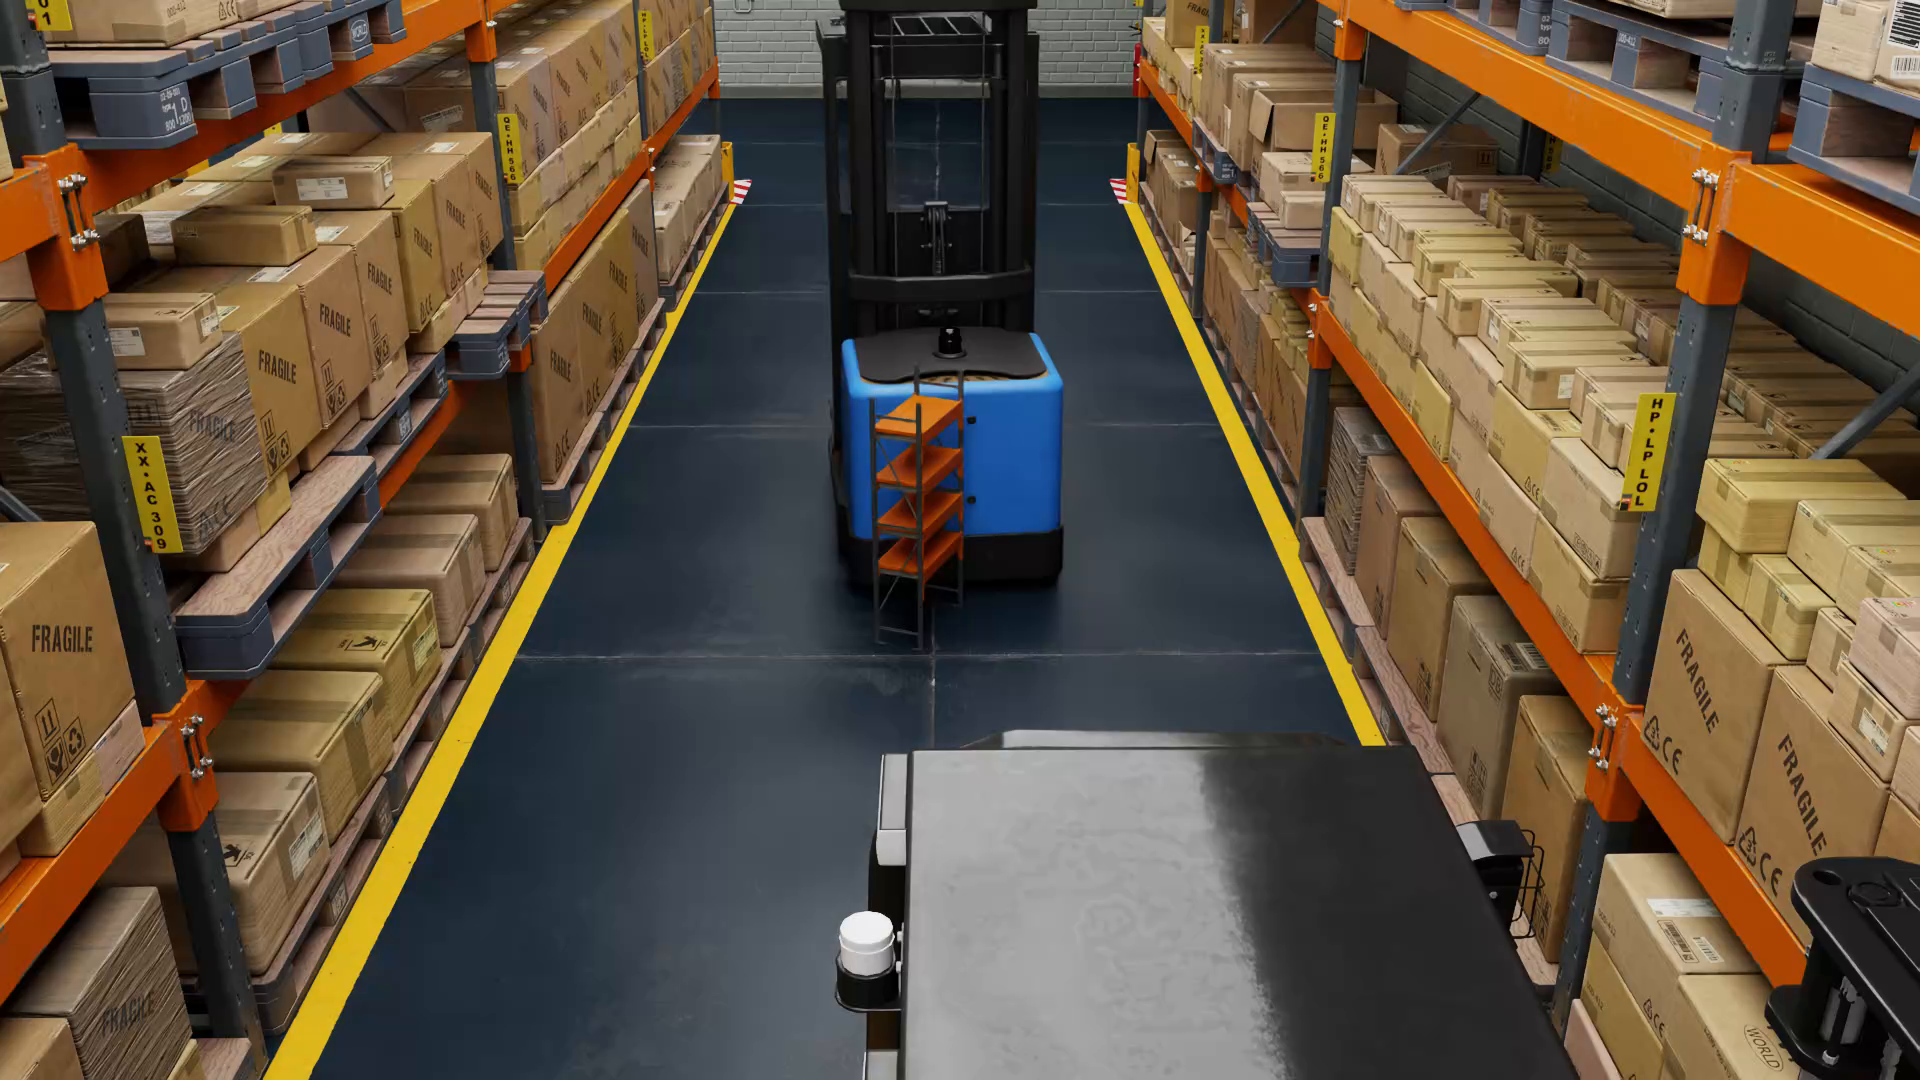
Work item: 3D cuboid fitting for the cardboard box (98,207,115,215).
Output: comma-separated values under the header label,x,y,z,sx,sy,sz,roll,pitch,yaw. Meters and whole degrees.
label,x,y,z,sx,sy,sz,roll,pitch,yaw
cardboard box,-7.421,-2.739,14.116,0.380,0.149,0.250,0,24,0

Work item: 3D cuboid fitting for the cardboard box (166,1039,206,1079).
label,x,y,z,sx,sy,sz,roll,pitch,yaw
cardboard box,-2.366,1.588,4.426,0.500,0.250,0.500,1,24,2

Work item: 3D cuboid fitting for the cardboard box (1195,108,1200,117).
label,x,y,z,sx,sy,sz,roll,pitch,yaw
cardboard box,1.955,-3.159,12.400,0.380,0.149,0.250,0,24,1

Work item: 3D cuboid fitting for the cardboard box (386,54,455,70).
label,x,y,z,sx,sy,sz,roll,pitch,yaw
cardboard box,-2.966,-2.289,8.835,0.500,0.500,0.500,0,24,0

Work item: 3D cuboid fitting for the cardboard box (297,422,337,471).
label,x,y,z,sx,sy,sz,roll,pitch,yaw
cardboard box,-2.365,-0.348,5.674,0.380,0.149,0.250,0,24,0

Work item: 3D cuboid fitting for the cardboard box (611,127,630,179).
label,x,y,z,sx,sy,sz,roll,pitch,yaw
cardboard box,-2.467,-2.551,10.931,0.500,0.250,0.500,-1,24,-1

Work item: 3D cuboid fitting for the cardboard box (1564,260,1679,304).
label,x,y,z,sx,sy,sz,roll,pitch,yaw
cardboard box,2.521,-0.963,6.332,0.380,0.149,0.250,0,24,1

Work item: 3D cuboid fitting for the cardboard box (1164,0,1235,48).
label,x,y,z,sx,sy,sz,roll,pitch,yaw
cardboard box,1.944,-4.287,13.500,0.500,0.500,0.500,0,24,1

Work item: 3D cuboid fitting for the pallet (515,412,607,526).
label,x,y,z,sx,sy,sz,roll,pitch,yaw
pallet,-2.618,-0.419,9.420,1.003,0.211,1.213,0,24,-1

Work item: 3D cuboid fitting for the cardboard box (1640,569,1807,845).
label,x,y,z,sx,sy,sz,roll,pitch,yaw
cardboard box,2.066,0.399,4.107,0.500,0.500,0.500,-1,24,-2

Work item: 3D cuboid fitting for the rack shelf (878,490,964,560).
label,x,y,z,sx,sy,sz,roll,pitch,yaw
rack shelf,-0.189,-0.086,7.648,0.258,0.148,0.480,9,26,20

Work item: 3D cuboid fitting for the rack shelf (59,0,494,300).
label,x,y,z,sx,sy,sz,roll,pitch,yaw
rack shelf,-2.663,-1.579,5.834,1.077,0.370,4.000,0,24,-1

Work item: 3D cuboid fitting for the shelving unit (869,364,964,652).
label,x,y,z,sx,sy,sz,roll,pitch,yaw
shelving unit,-0.189,-0.148,7.620,0.258,1.200,0.503,9,26,20

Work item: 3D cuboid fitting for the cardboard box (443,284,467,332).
label,x,y,z,sx,sy,sz,roll,pitch,yaw
cardboard box,-2.328,-0.990,7.093,0.380,0.149,0.250,-1,24,-3

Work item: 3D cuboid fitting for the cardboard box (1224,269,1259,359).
label,x,y,z,sx,sy,sz,roll,pitch,yaw
cardboard box,2.032,-1.463,10.869,0.500,0.500,0.500,-1,24,-2

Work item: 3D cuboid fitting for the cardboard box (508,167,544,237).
label,x,y,z,sx,sy,sz,roll,pitch,yaw
cardboard box,-2.443,-1.734,8.518,0.500,0.250,0.500,0,24,-1

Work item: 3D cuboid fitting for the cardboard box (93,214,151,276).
label,x,y,z,sx,sy,sz,roll,pitch,yaw
cardboard box,-2.919,-0.970,5.476,0.380,0.149,0.250,-1,24,-3

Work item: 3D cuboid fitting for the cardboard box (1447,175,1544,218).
label,x,y,z,sx,sy,sz,roll,pitch,yaw
cardboard box,2.485,-1.596,7.730,0.380,0.149,0.250,1,24,1

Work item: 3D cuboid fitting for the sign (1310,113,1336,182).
label,x,y,z,sx,sy,sz,roll,pitch,yaw
sign,1.736,-1.873,7.943,0.100,0.325,0.005,0,24,-1

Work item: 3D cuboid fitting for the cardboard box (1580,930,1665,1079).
label,x,y,z,sx,sy,sz,roll,pitch,yaw
cardboard box,2.019,1.295,4.468,0.500,0.250,0.500,0,24,-1

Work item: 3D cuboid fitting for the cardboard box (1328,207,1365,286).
label,x,y,z,sx,sy,sz,roll,pitch,yaw
cardboard box,2.014,-1.363,7.700,0.500,0.250,0.500,0,24,-1

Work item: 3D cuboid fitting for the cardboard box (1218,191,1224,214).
label,x,y,z,sx,sy,sz,roll,pitch,yaw
cardboard box,2.034,-2.371,11.728,0.380,0.149,0.250,-1,24,-1

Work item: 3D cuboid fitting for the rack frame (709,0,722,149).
label,x,y,z,sx,sy,sz,roll,pitch,yaw
rack frame,-2.772,-4.661,15.415,1.000,3.000,0.127,0,24,-1

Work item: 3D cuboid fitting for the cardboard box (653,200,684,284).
label,x,y,z,sx,sy,sz,roll,pitch,yaw
cardboard box,-2.628,-2.296,12.785,0.875,0.438,0.875,-1,24,-1

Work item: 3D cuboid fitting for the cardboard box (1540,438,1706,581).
label,x,y,z,sx,sy,sz,roll,pitch,yaw
cardboard box,2.061,-0.100,4.907,0.500,0.250,0.500,-1,24,-2

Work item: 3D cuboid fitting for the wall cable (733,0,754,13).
label,x,y,z,sx,sy,sz,roll,pitch,yaw
wall cable,-2.857,-7.461,20.336,0.585,1.953,0.123,0,24,-1

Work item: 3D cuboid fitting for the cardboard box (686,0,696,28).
label,x,y,z,sx,sy,sz,roll,pitch,yaw
cardboard box,-2.491,-4.545,13.825,0.500,0.500,0.500,0,24,-1

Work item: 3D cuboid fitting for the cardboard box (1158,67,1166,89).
label,x,y,z,sx,sy,sz,roll,pitch,yaw
cardboard box,1.885,-3.902,14.043,0.380,0.149,0.250,-1,24,-2

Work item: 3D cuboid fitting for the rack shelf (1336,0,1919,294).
label,x,y,z,sx,sy,sz,roll,pitch,yaw
rack shelf,2.301,-1.603,5.887,1.077,0.370,4.000,0,24,-1

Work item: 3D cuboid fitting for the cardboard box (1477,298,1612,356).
label,x,y,z,sx,sy,sz,roll,pitch,yaw
cardboard box,2.053,-0.747,5.853,0.380,0.149,0.250,0,24,0

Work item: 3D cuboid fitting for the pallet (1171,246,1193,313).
label,x,y,z,sx,sy,sz,roll,pitch,yaw
pallet,2.229,-2.049,13.024,1.003,0.211,1.213,0,24,-1

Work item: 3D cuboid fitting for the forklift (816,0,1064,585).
label,x,y,z,sx,sy,sz,roll,pitch,yaw
forklift,-0.177,-1.688,8.926,1.130,2.935,3.031,-3,24,-6

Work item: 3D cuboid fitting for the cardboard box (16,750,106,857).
label,x,y,z,sx,sy,sz,roll,pitch,yaw
cardboard box,-2.323,0.632,4.017,0.380,0.149,0.250,0,24,1

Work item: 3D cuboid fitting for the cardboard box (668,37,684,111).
label,x,y,z,sx,sy,sz,roll,pitch,yaw
cardboard box,-2.472,-3.665,13.092,0.500,0.500,0.500,0,24,0

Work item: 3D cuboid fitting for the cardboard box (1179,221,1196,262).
label,x,y,z,sx,sy,sz,roll,pitch,yaw
cardboard box,1.931,-2.357,13.130,0.396,0.266,0.258,1,24,1

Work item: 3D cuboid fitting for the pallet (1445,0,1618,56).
label,x,y,z,sx,sy,sz,roll,pitch,yaw
pallet,2.391,-1.929,5.964,1.003,0.211,1.213,1,24,2

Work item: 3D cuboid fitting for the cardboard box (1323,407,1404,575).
label,x,y,z,sx,sy,sz,roll,pitch,yaw
cardboard box,2.272,-0.240,8.013,0.875,0.625,0.625,1,24,1

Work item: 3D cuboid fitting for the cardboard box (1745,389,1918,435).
label,x,y,z,sx,sy,sz,roll,pitch,yaw
cardboard box,2.583,-0.337,4.948,0.380,0.149,0.250,-1,24,-2

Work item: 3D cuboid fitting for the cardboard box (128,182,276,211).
label,x,y,z,sx,sy,sz,roll,pitch,yaw
cardboard box,-2.886,-1.117,6.587,0.500,0.500,0.500,0,24,0

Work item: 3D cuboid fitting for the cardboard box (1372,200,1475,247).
label,x,y,z,sx,sy,sz,roll,pitch,yaw
cardboard box,2.020,-1.381,7.254,0.380,0.149,0.250,0,24,1

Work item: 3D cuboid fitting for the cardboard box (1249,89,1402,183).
label,x,y,z,sx,sy,sz,roll,pitch,yaw
cardboard box,2.076,-2.298,9.557,0.797,0.503,0.637,-1,24,-2

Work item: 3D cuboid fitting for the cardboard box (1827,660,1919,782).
label,x,y,z,sx,sy,sz,roll,pitch,yaw
cardboard box,2.026,0.368,3.389,0.380,0.149,0.250,0,24,1

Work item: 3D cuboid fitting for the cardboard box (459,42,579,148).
label,x,y,z,sx,sy,sz,roll,pitch,yaw
cardboard box,-2.451,-2.487,9.275,0.500,0.500,0.500,0,24,1

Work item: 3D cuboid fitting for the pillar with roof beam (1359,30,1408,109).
label,x,y,z,sx,sy,sz,roll,pitch,yaw
pillar with roof beam,-1.176,-6.041,11.188,9.100,9.000,0.400,0,24,-1

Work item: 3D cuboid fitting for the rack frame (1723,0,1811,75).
label,x,y,z,sx,sy,sz,roll,pitch,yaw
rack frame,2.322,-2.473,3.298,1.000,3.000,0.127,0,24,-1

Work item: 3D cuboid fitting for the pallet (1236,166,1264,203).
label,x,y,z,sx,sy,sz,roll,pitch,yaw
pallet,2.253,-2.102,9.990,1.003,0.211,1.213,0,24,-1

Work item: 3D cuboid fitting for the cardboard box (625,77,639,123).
label,x,y,z,sx,sy,sz,roll,pitch,yaw
cardboard box,-2.480,-2.991,11.299,0.500,0.250,0.500,0,24,-1

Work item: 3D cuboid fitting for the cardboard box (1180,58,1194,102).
label,x,y,z,sx,sy,sz,roll,pitch,yaw
cardboard box,1.965,-3.519,12.711,0.500,0.250,0.500,0,24,0

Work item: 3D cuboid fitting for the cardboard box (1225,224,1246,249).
label,x,y,z,sx,sy,sz,roll,pitch,yaw
cardboard box,2.053,-2.121,11.537,0.380,0.149,0.250,-1,24,-2

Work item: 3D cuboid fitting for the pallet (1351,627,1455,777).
label,x,y,z,sx,sy,sz,roll,pitch,yaw
pallet,2.259,0.723,6.894,1.003,0.211,1.213,0,24,-1

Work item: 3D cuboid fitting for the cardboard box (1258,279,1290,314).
label,x,y,z,sx,sy,sz,roll,pitch,yaw
cardboard box,2.034,-1.485,10.130,0.380,0.149,0.250,-1,24,-3

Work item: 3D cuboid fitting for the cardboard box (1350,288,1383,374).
label,x,y,z,sx,sy,sz,roll,pitch,yaw
cardboard box,2.040,-0.929,7.345,0.500,0.250,0.500,-1,24,-2

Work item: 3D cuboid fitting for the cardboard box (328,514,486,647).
label,x,y,z,sx,sy,sz,roll,pitch,yaw
cardboard box,-2.672,0.179,7.394,0.950,0.372,0.625,-1,24,-2

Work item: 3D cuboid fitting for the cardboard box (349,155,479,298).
label,x,y,z,sx,sy,sz,roll,pitch,yaw
cardboard box,-2.385,-1.338,7.076,0.500,0.500,0.500,-1,24,-1

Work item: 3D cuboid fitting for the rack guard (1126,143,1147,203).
label,x,y,z,sx,sy,sz,roll,pitch,yaw
rack guard,2.192,-3.514,15.914,1.175,0.500,0.348,0,24,-1
